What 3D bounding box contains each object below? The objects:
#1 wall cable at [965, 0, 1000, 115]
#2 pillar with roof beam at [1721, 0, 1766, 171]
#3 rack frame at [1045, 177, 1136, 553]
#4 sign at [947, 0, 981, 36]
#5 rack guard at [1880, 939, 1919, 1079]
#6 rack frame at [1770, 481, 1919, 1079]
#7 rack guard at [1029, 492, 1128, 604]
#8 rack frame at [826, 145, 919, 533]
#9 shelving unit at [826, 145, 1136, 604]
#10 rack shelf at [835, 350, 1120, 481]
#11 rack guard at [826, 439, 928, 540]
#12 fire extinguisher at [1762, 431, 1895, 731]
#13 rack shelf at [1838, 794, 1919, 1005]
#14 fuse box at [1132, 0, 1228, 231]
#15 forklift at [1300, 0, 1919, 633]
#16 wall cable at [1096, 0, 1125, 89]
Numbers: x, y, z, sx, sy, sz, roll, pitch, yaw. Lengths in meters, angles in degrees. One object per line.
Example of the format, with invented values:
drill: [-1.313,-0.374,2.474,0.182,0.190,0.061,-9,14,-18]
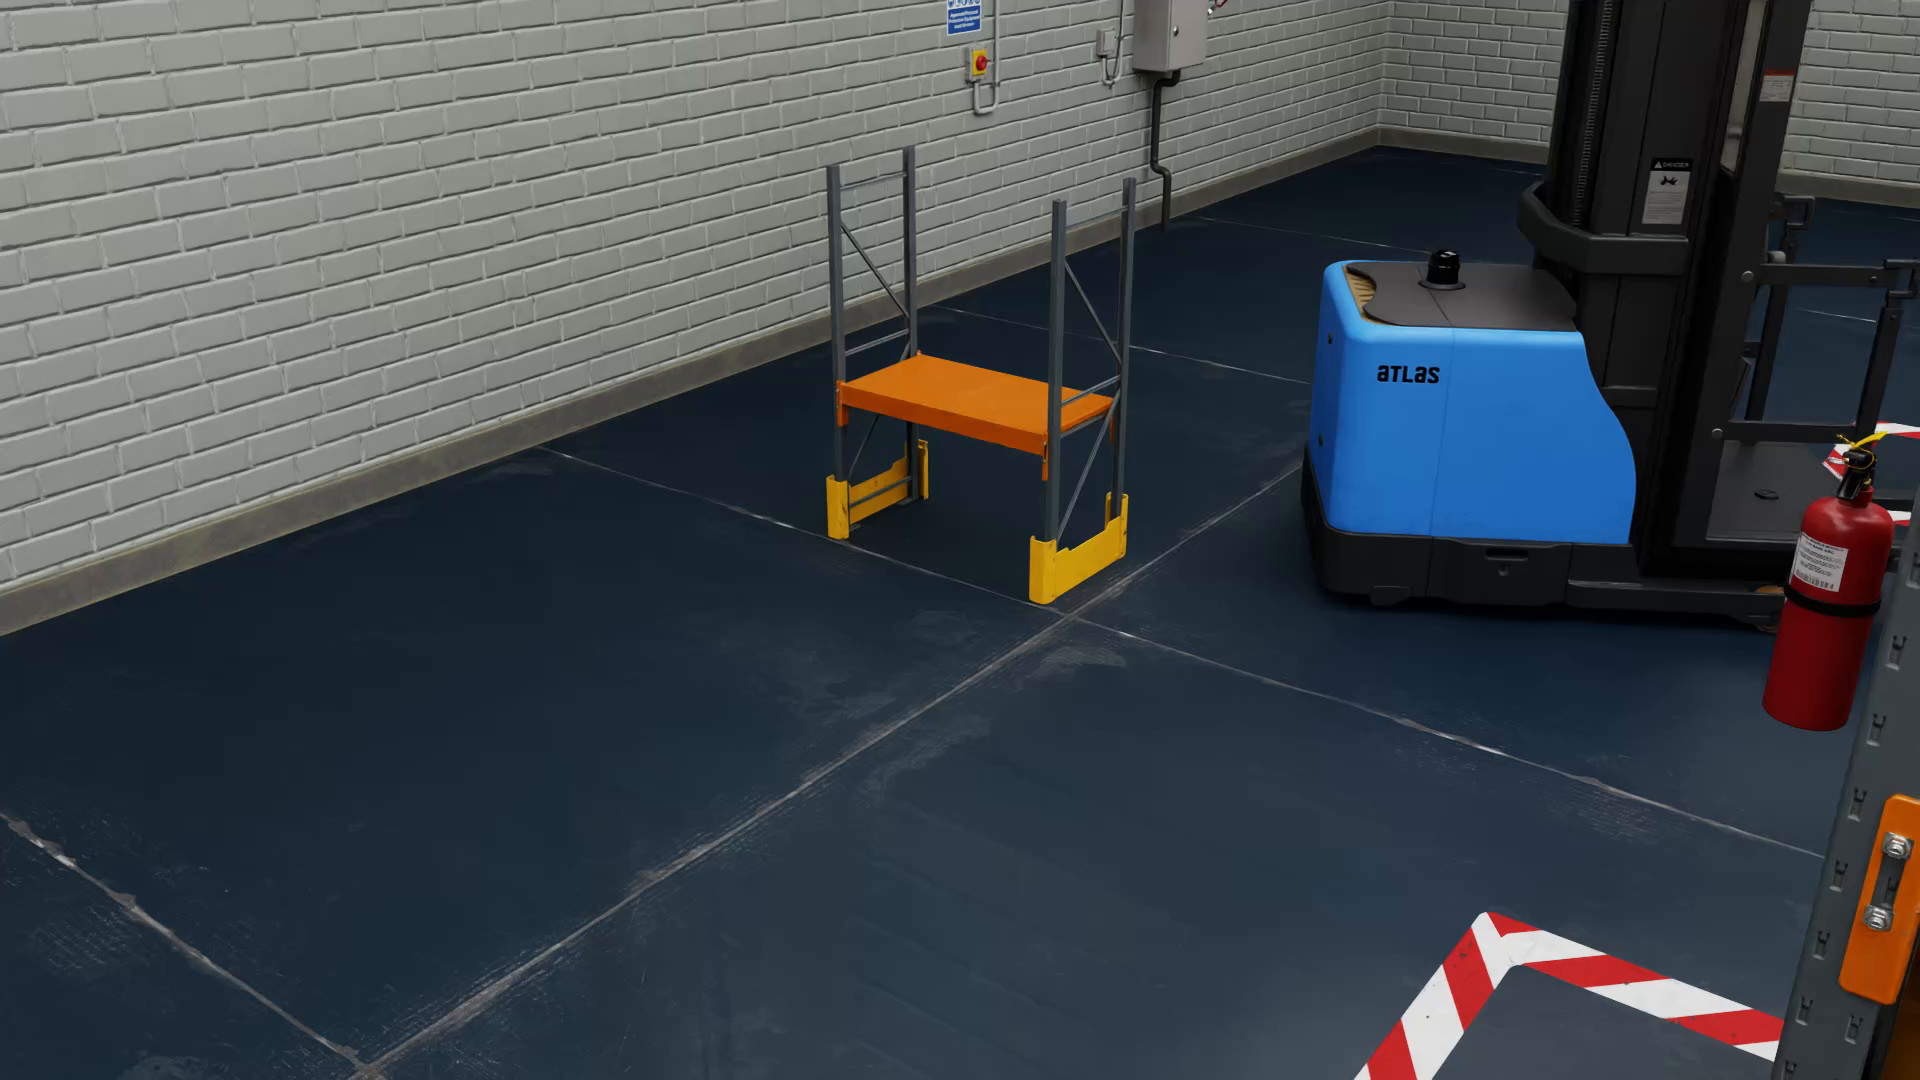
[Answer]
wall cable: [0.103,-3.389,9.422,0.123,1.953,0.585,17,29,33]
pillar with roof beam: [3.404,-5.455,7.970,0.400,9.000,9.100,17,29,33]
rack frame: [0.475,-0.543,6.122,0.032,1.500,0.500,17,29,33]
sign: [0.025,-3.032,9.577,0.001,0.218,0.327,17,29,33]
rack guard: [1.802,1.230,3.338,0.348,0.500,1.175,17,29,33]
rack frame: [1.739,0.069,2.873,0.053,2.616,0.949,17,29,33]
rack guard: [0.460,0.024,6.384,0.087,0.250,0.587,17,29,33]
rack frame: [-0.339,-0.789,6.680,0.032,1.500,0.500,17,29,33]
shelving unit: [0.061,-0.668,6.406,1.083,1.500,0.587,17,29,33]
rack shelf: [0.068,-0.501,6.473,1.000,0.185,0.538,17,29,33]
rack guard: [-0.337,-0.216,6.931,0.087,0.250,0.587,17,29,33]
fire extinguisher: [1.816,0.064,3.442,0.183,0.674,0.296,17,29,33]
rack shelf: [3.341,0.881,1.923,4.000,0.370,1.077,17,29,33]
fuse box: [1.479,-2.962,11.351,0.414,1.711,0.539,17,29,33]
forklift: [2.891,-1.225,5.894,3.031,2.935,1.130,3,24,6]
wall cable: [0.944,-3.835,10.473,0.122,1.984,0.588,17,29,33]
